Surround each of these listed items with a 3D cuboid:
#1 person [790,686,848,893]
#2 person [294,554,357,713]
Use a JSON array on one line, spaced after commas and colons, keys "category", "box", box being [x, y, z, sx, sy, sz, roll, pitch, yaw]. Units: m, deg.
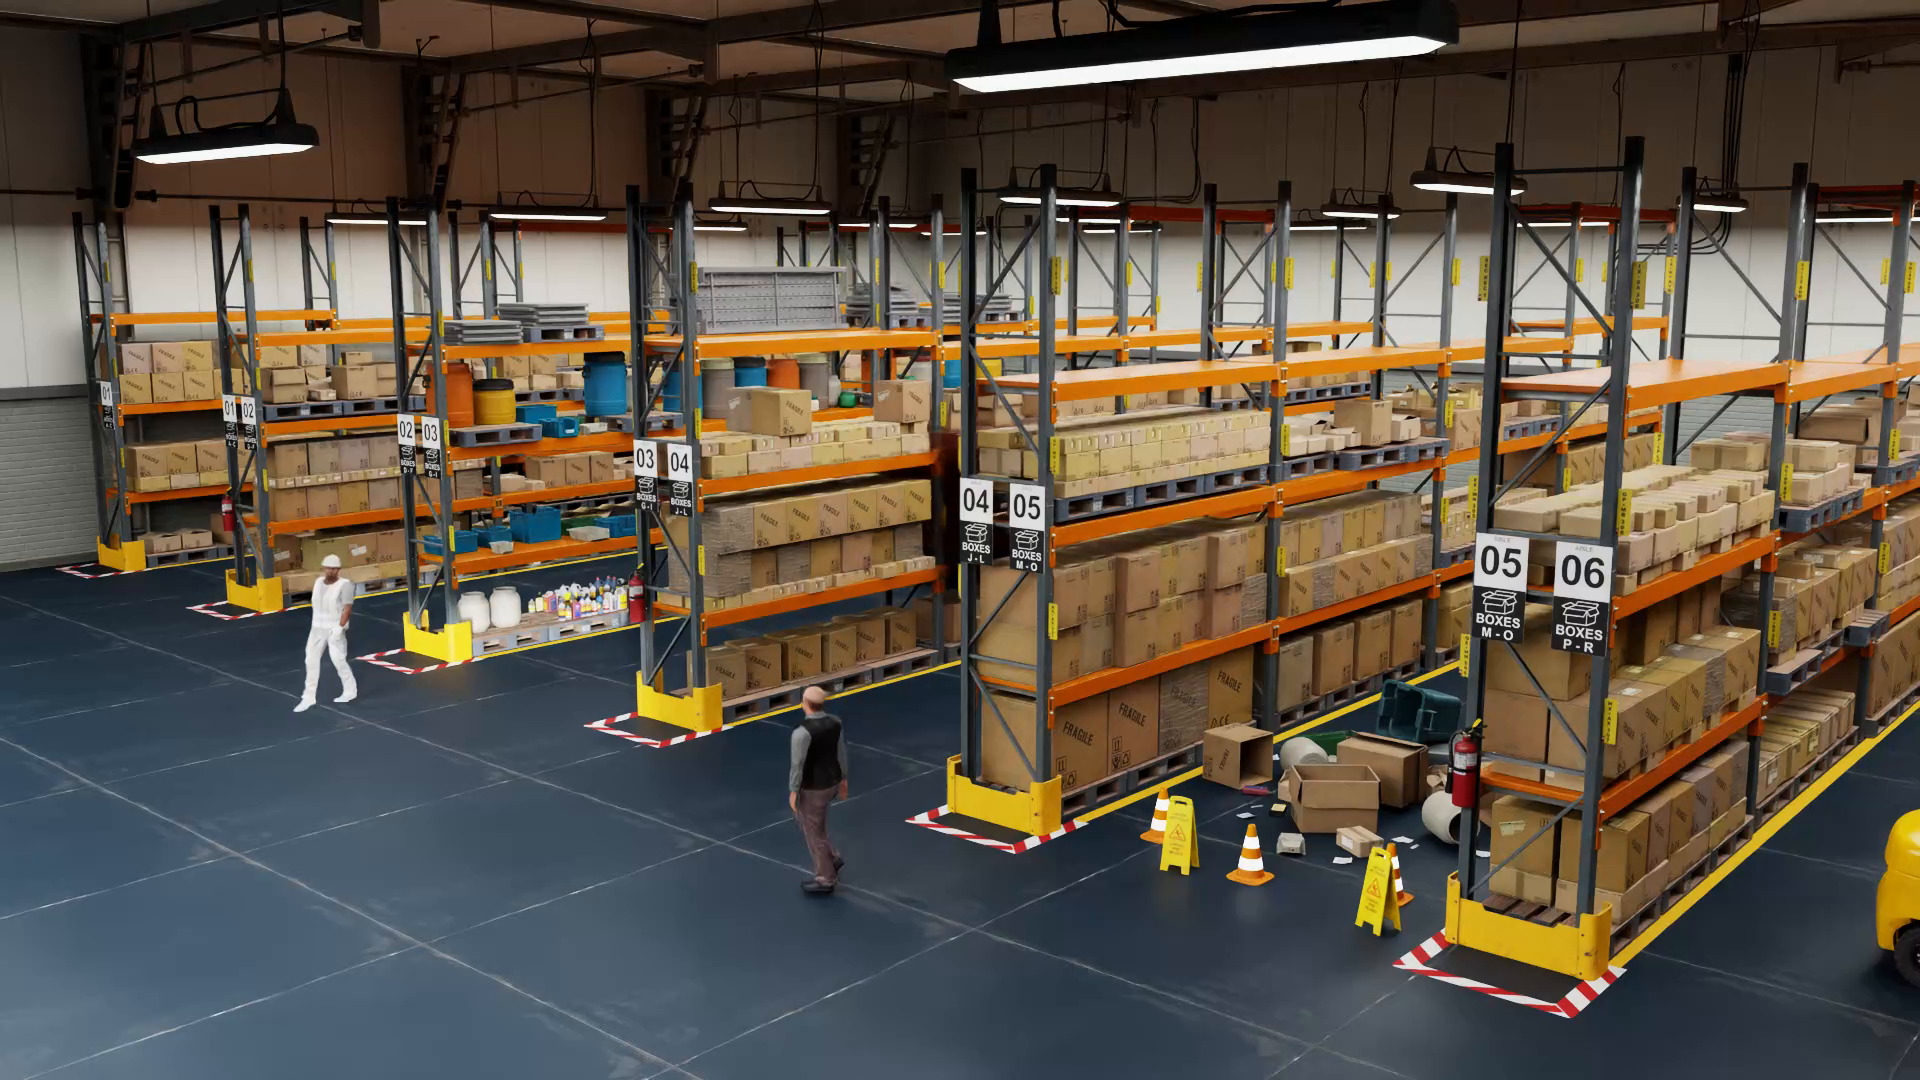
[{"category": "person", "box": [-1.209, 2.060, 13.690, 0.457, 1.741, 0.512, 3, 10, 19]}, {"category": "person", "box": [-7.464, 1.081, 19.478, 0.584, 1.787, 0.747, 3, 10, 17]}]
